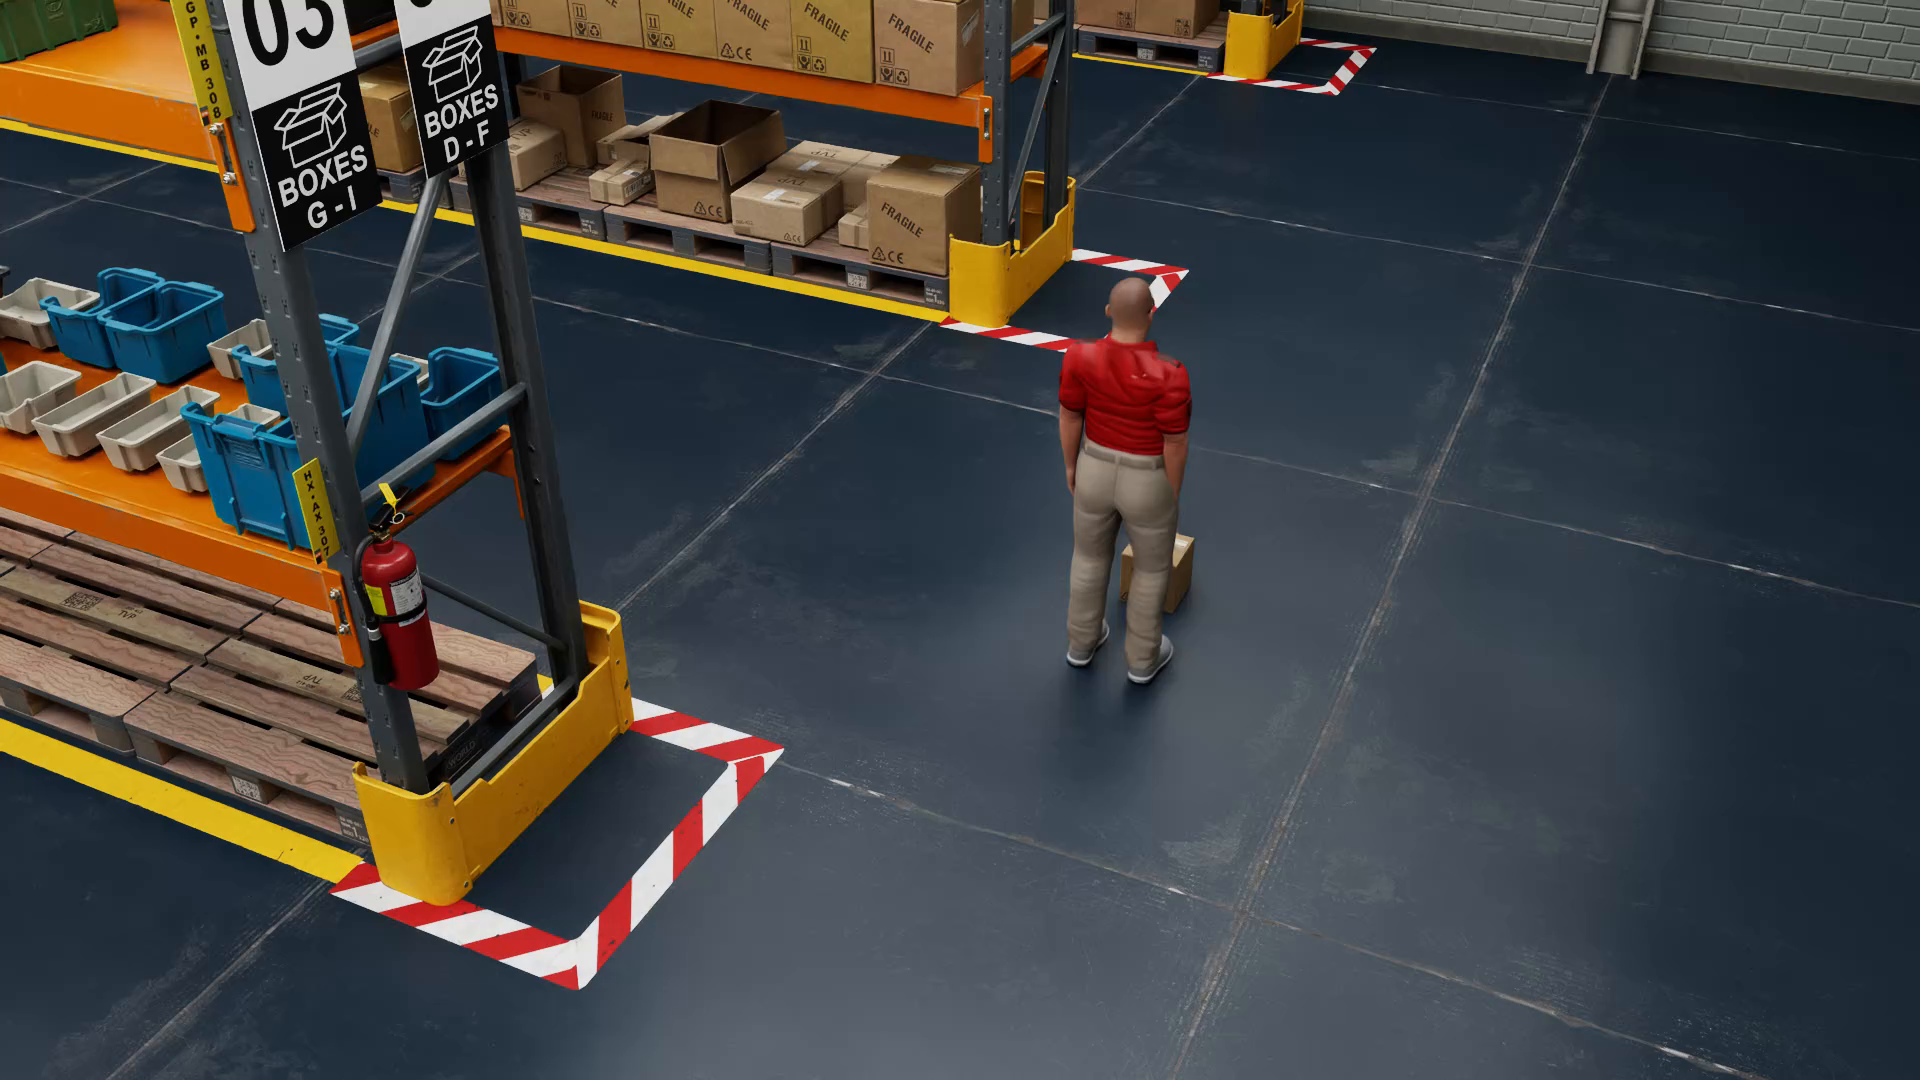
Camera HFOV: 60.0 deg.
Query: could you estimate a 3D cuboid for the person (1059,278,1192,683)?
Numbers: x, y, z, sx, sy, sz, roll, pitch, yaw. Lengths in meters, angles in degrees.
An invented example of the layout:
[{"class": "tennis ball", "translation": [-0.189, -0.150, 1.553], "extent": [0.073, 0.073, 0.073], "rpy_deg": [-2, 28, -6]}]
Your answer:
[{"class": "person", "translation": [0.645, -0.242, 6.531], "extent": [0.527, 1.724, 0.360], "rpy_deg": [15, 36, 22]}]
